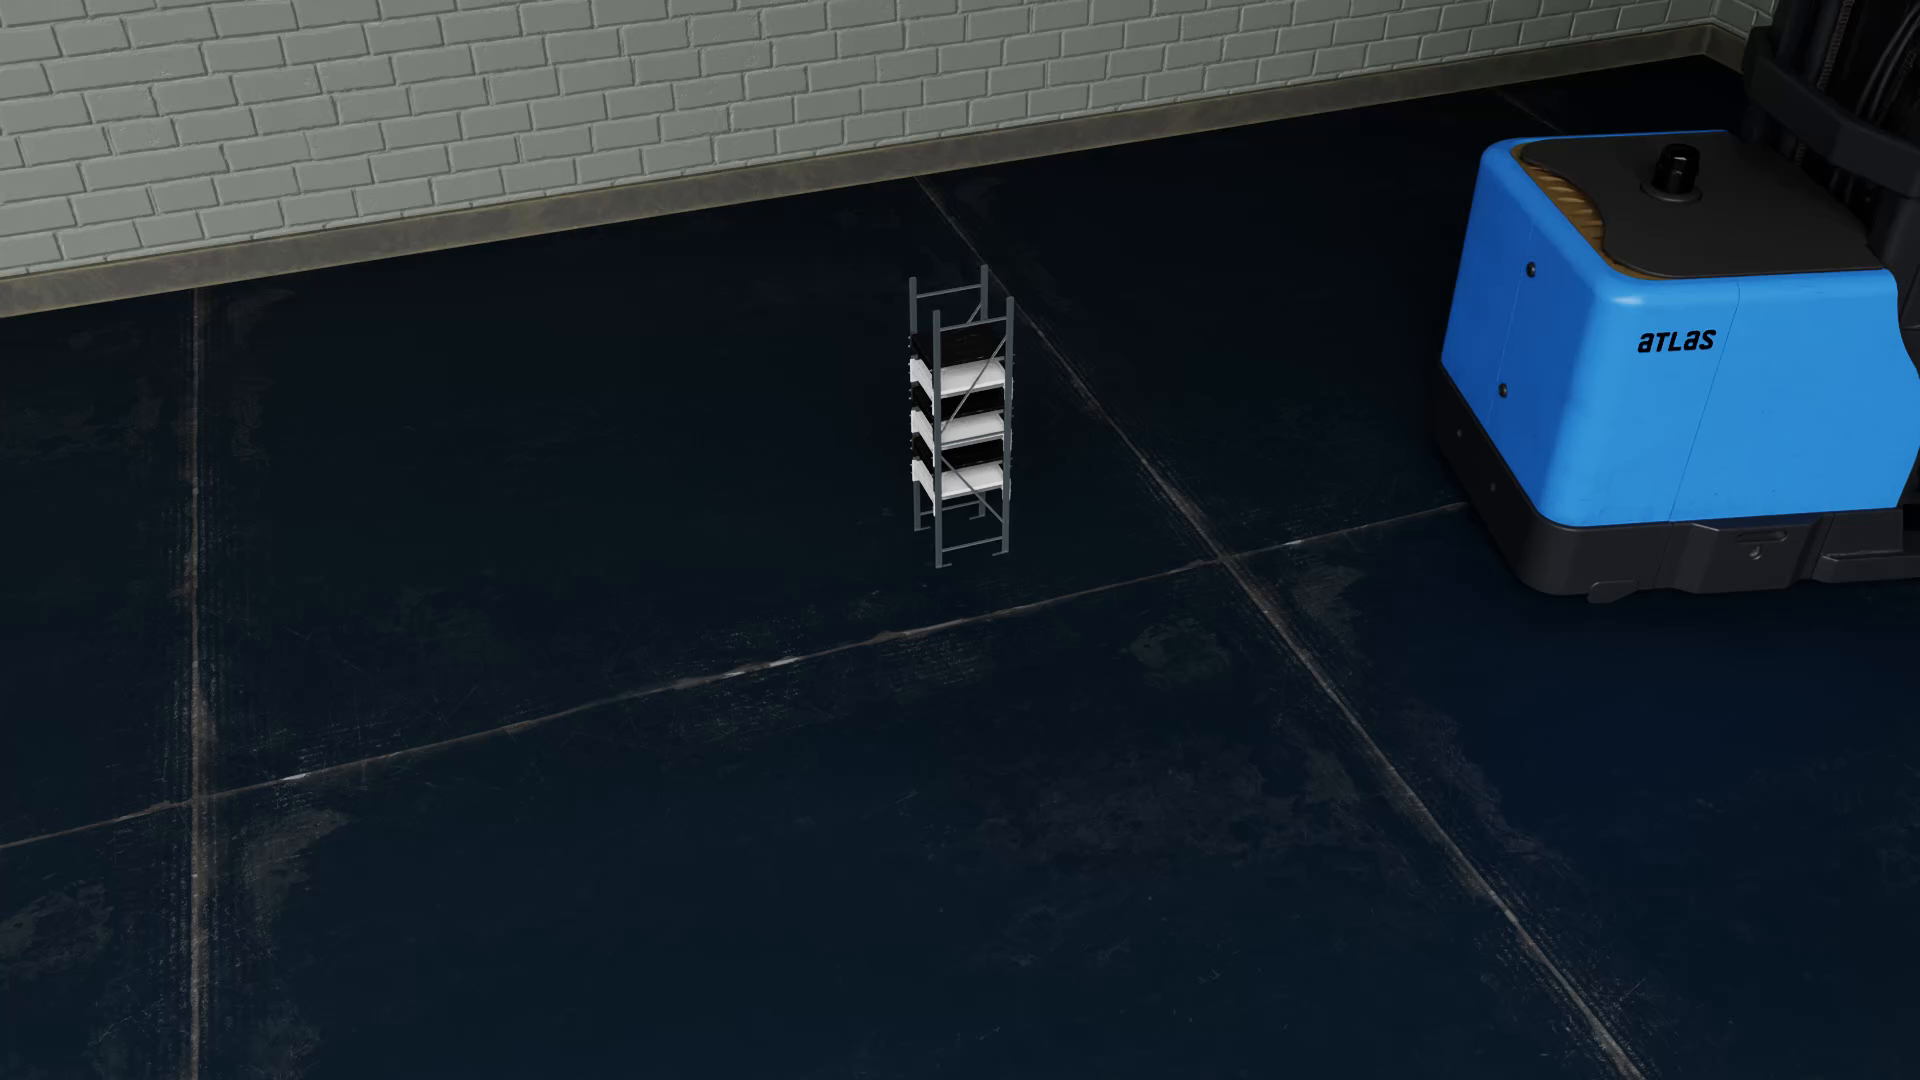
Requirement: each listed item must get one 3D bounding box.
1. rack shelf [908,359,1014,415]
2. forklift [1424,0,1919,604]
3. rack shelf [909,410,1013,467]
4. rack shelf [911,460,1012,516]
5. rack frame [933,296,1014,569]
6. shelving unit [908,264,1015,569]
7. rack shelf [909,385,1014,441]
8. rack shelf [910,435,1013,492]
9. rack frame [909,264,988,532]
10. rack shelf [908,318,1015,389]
[{"bbox_3d":[0.003,-0.472,4.885,0.258,0.077,0.200,-12,39,-16],"label":"rack shelf"},{"bbox_3d":[3.133,-1.351,4.607,3.031,2.935,1.130,-4,37,-5],"label":"forklift"},{"bbox_3d":[0.003,-0.328,4.993,0.258,0.077,0.200,-12,39,-16],"label":"rack shelf"},{"bbox_3d":[0.003,-0.184,5.102,0.258,0.077,0.200,-12,39,-16],"label":"rack shelf"},{"bbox_3d":[0.038,-0.297,4.897,0.240,0.900,0.006,-12,39,-16],"label":"rack frame"},{"bbox_3d":[0.003,-0.355,4.973,0.258,0.900,0.210,-12,39,-16],"label":"shelving unit"},{"bbox_3d":[0.003,-0.400,4.939,0.258,0.077,0.200,-12,39,-16],"label":"rack shelf"},{"bbox_3d":[0.003,-0.256,5.047,0.258,0.077,0.200,-12,39,-16],"label":"rack shelf"},{"bbox_3d":[-0.032,-0.412,5.049,0.240,0.900,0.006,-12,39,-16],"label":"rack frame"},{"bbox_3d":[0.003,-0.544,4.831,0.258,0.077,0.200,-12,39,-16],"label":"rack shelf"}]
